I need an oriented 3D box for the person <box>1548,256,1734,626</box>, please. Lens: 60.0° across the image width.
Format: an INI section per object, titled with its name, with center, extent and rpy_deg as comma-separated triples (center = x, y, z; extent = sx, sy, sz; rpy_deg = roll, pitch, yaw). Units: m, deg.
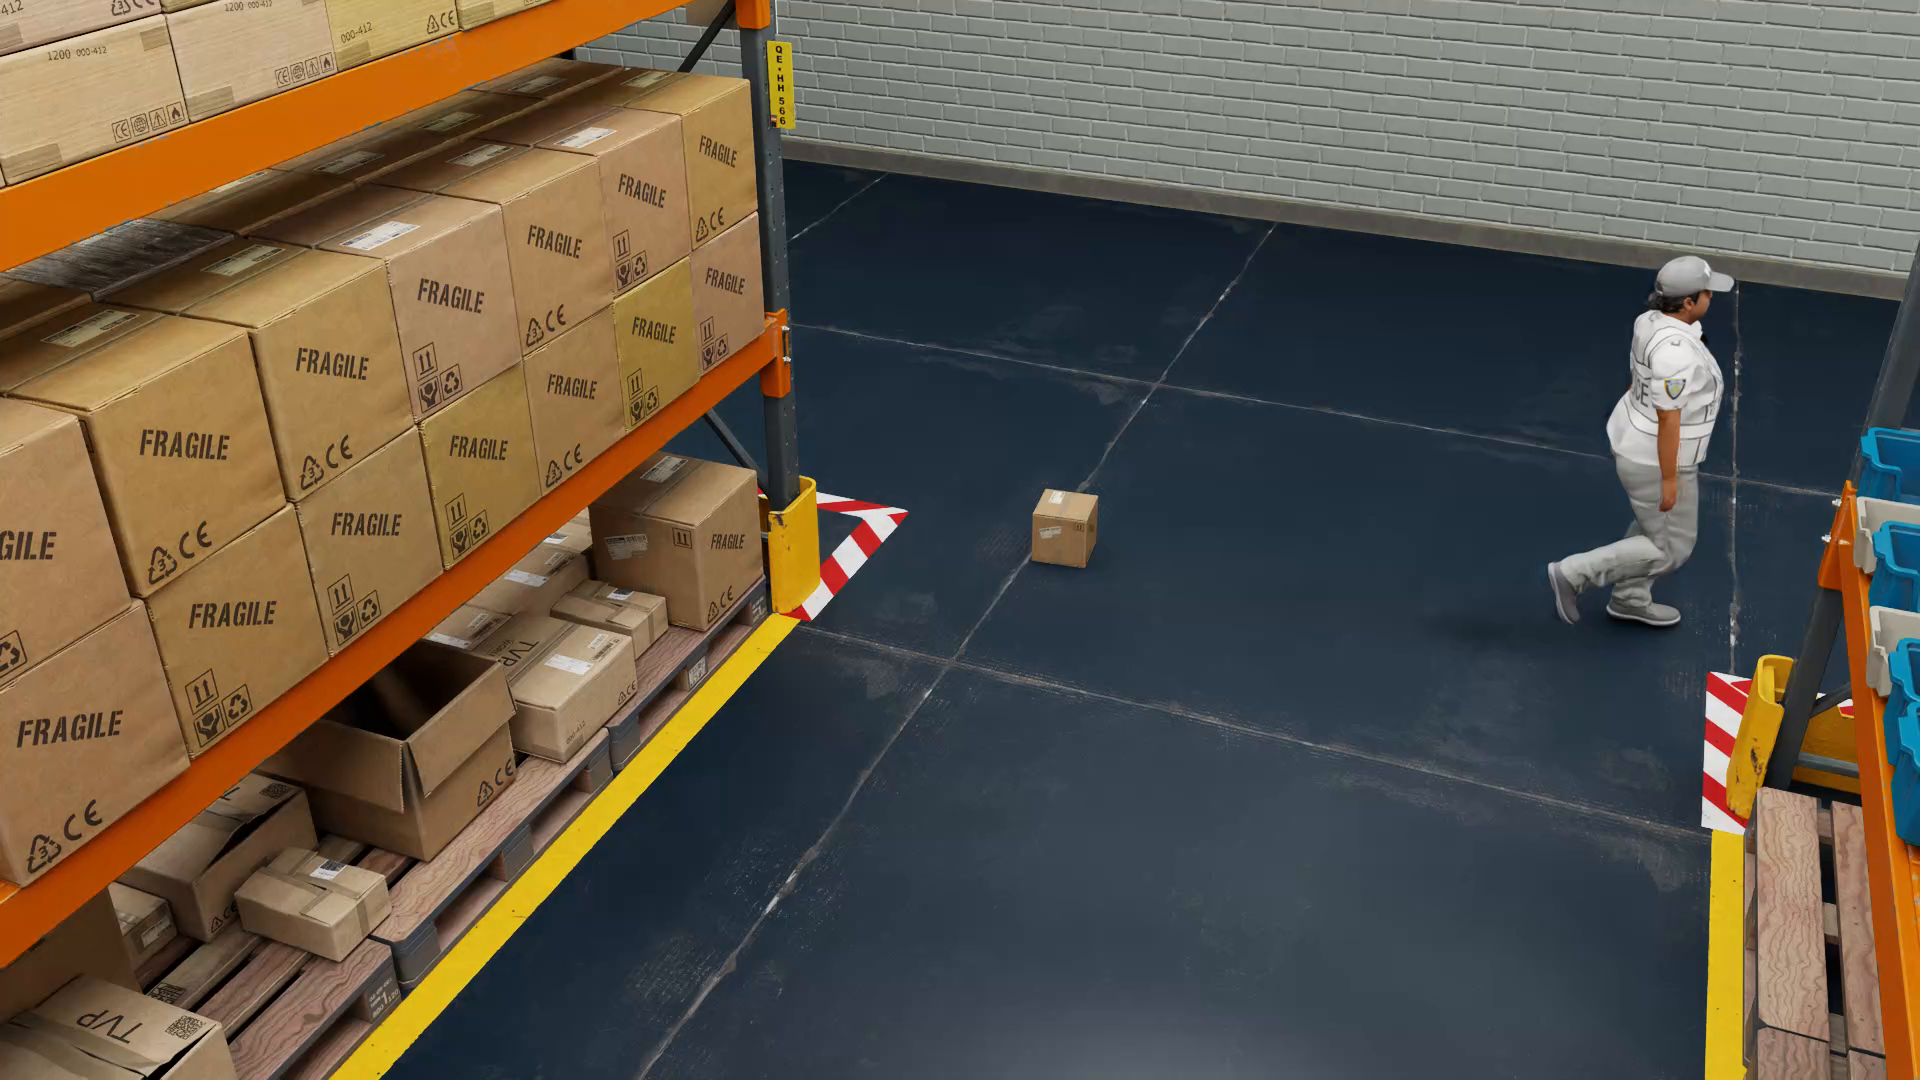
[person]
center = 2.770, -0.356, 6.714
extent = 0.615, 1.648, 0.482
rpy_deg = 6, 30, 10
